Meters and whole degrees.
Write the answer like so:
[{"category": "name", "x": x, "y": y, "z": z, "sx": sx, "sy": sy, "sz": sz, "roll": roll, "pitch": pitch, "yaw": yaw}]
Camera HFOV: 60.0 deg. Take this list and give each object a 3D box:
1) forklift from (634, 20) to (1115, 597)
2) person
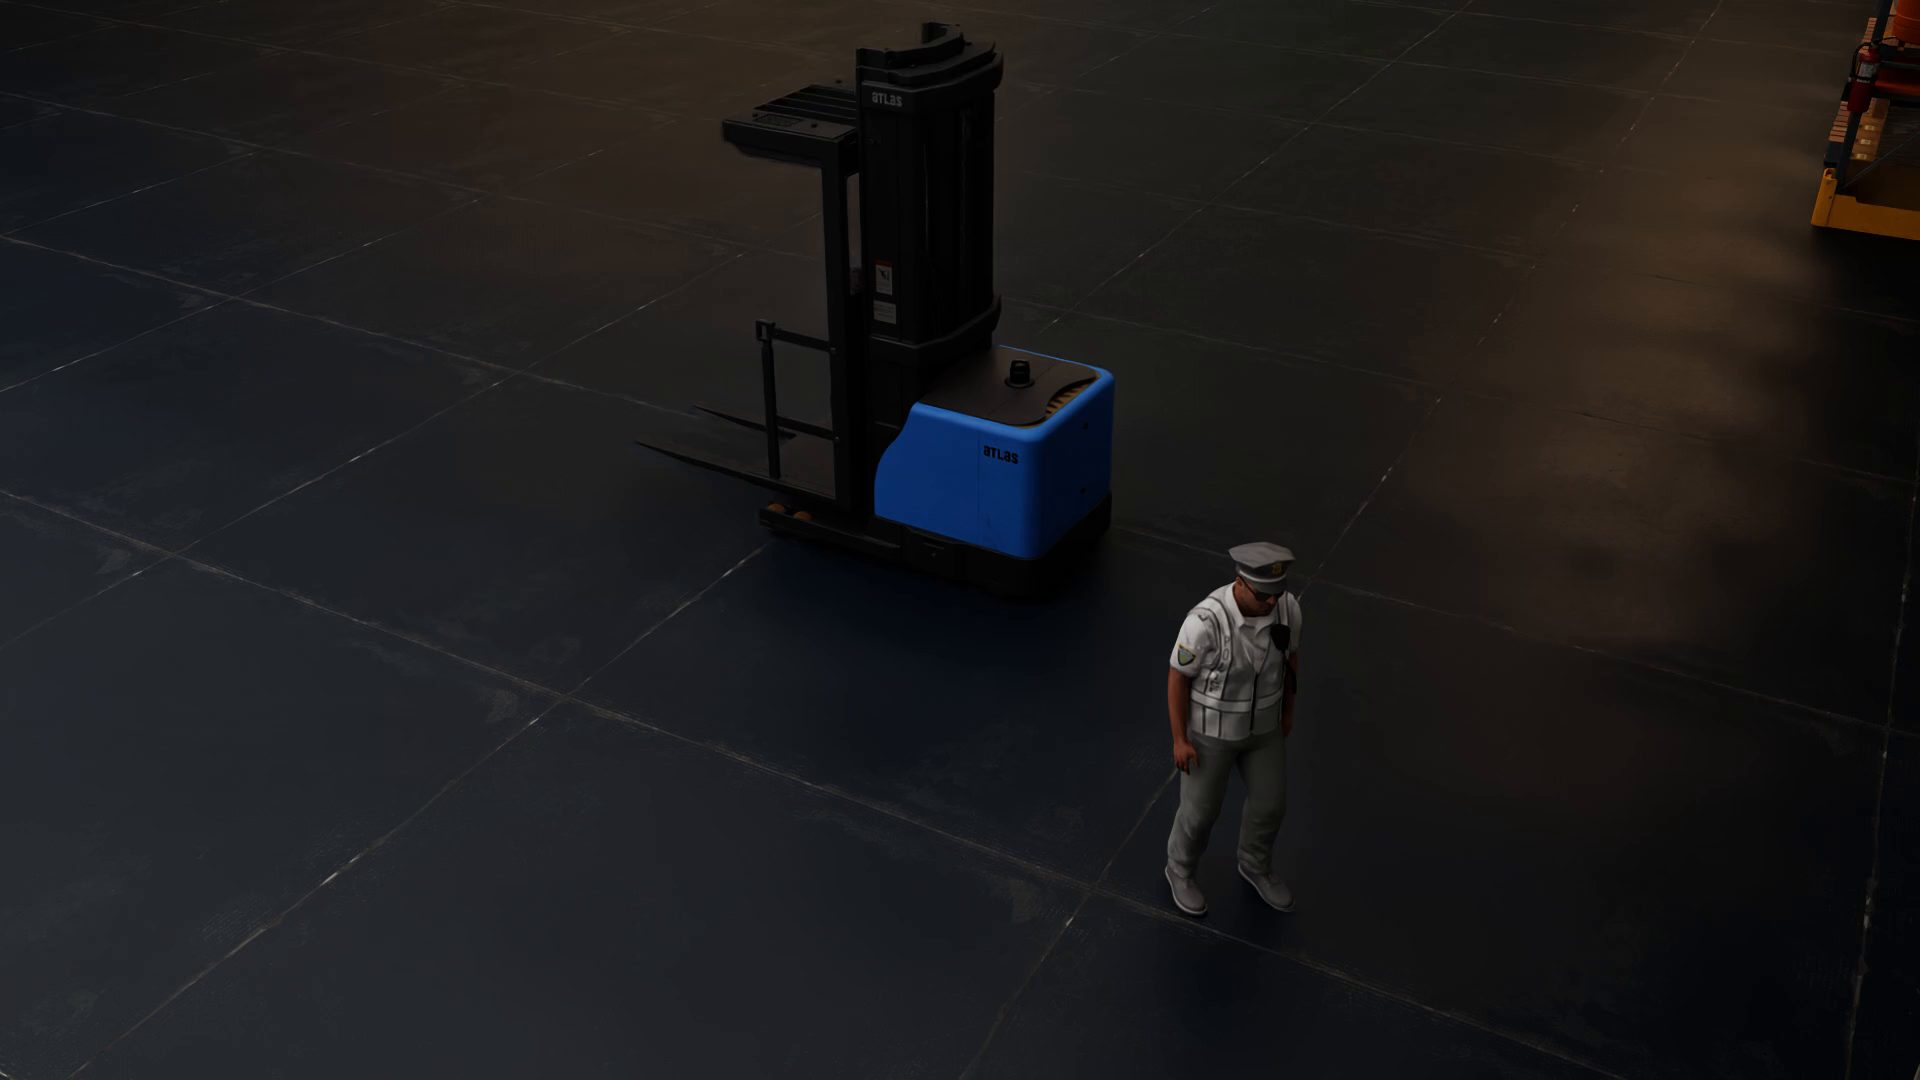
[{"category": "forklift", "x": -0.624, "y": -1.480, "z": 9.636, "sx": 3.031, "sy": 2.935, "sz": 1.130, "roll": 16, "pitch": 34, "yaw": 26}, {"category": "person", "x": 1.148, "y": 0.783, "z": 6.917, "sx": 0.600, "sy": 1.762, "sz": 0.478, "roll": -10, "pitch": 31, "yaw": -17}]
